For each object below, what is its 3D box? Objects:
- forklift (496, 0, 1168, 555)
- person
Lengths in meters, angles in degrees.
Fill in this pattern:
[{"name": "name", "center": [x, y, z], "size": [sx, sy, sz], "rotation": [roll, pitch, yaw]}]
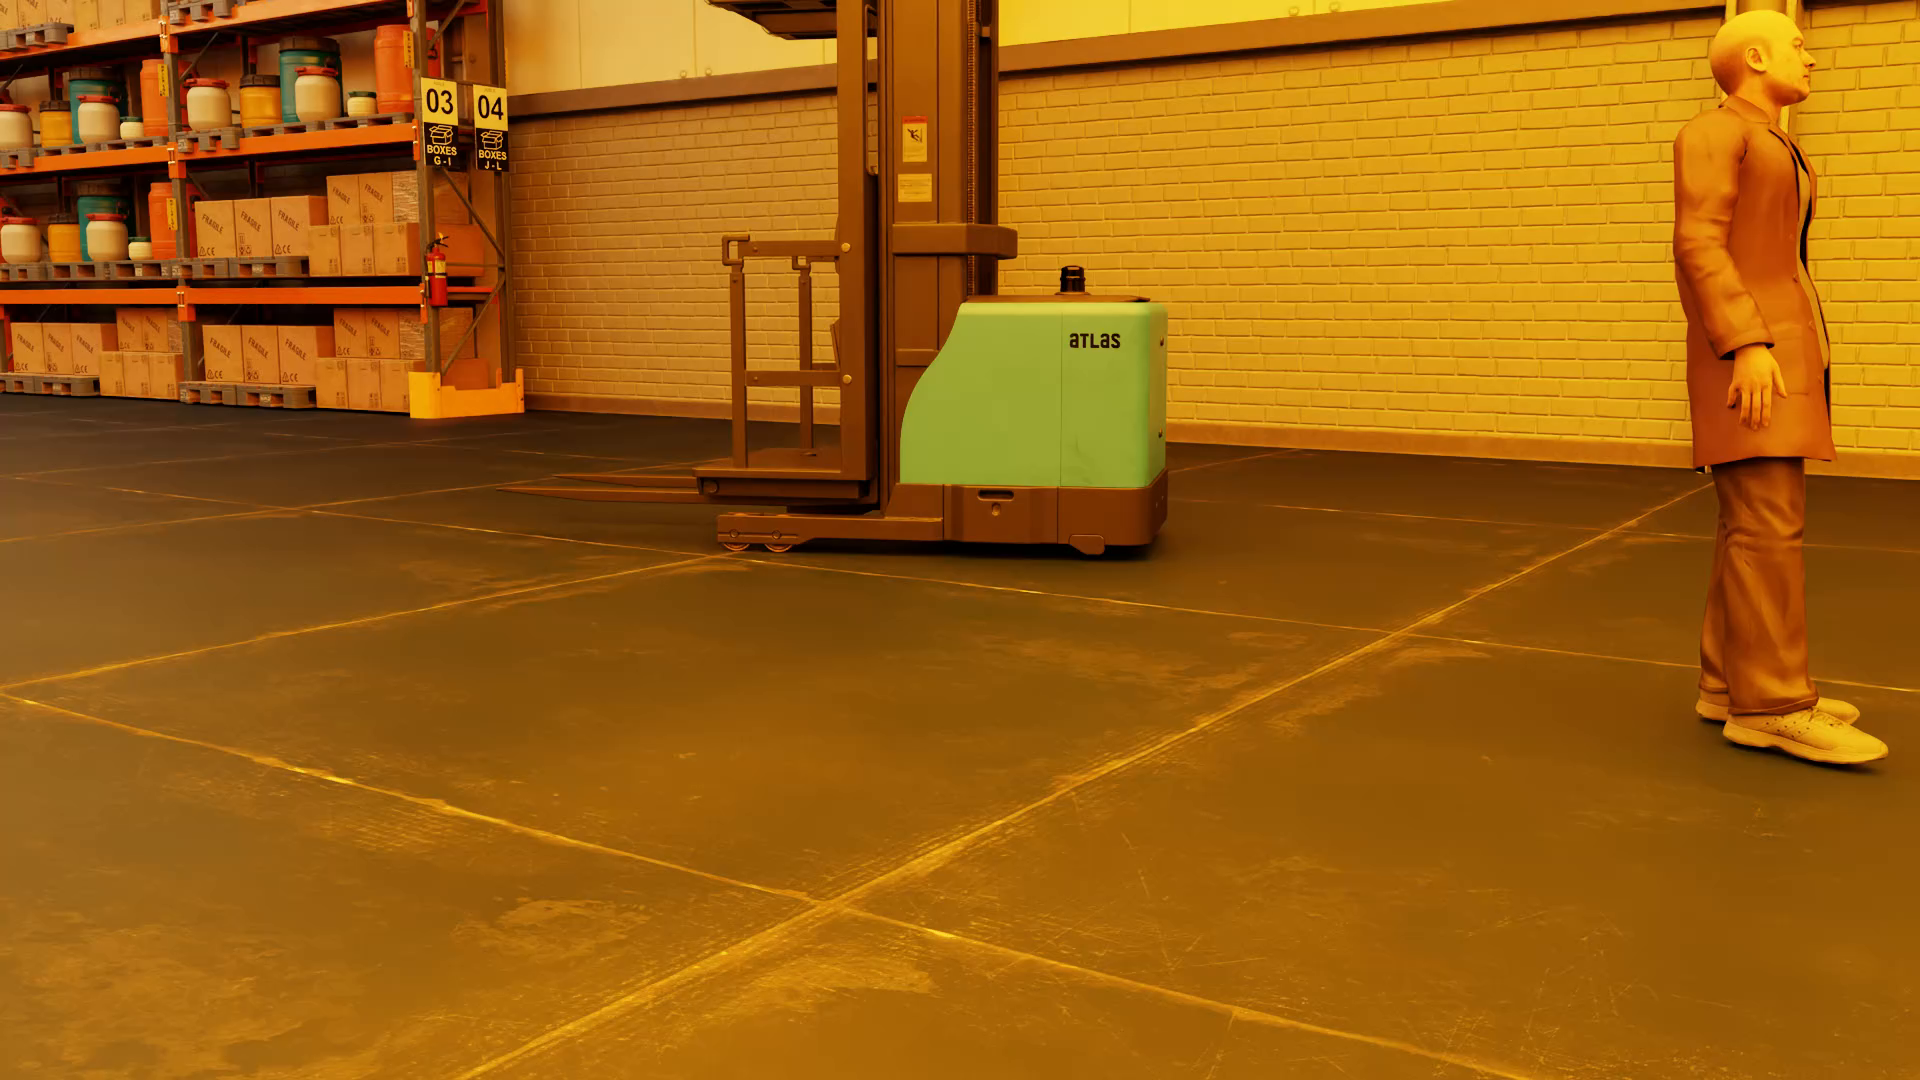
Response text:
[{"name": "forklift", "center": [-0.596, -1.469, 7.520], "size": [3.031, 2.935, 1.130], "rotation": [2, 8, 12]}, {"name": "person", "center": [2.065, -0.405, 4.089], "size": [0.582, 1.775, 0.695], "rotation": [6, 10, 37]}]
